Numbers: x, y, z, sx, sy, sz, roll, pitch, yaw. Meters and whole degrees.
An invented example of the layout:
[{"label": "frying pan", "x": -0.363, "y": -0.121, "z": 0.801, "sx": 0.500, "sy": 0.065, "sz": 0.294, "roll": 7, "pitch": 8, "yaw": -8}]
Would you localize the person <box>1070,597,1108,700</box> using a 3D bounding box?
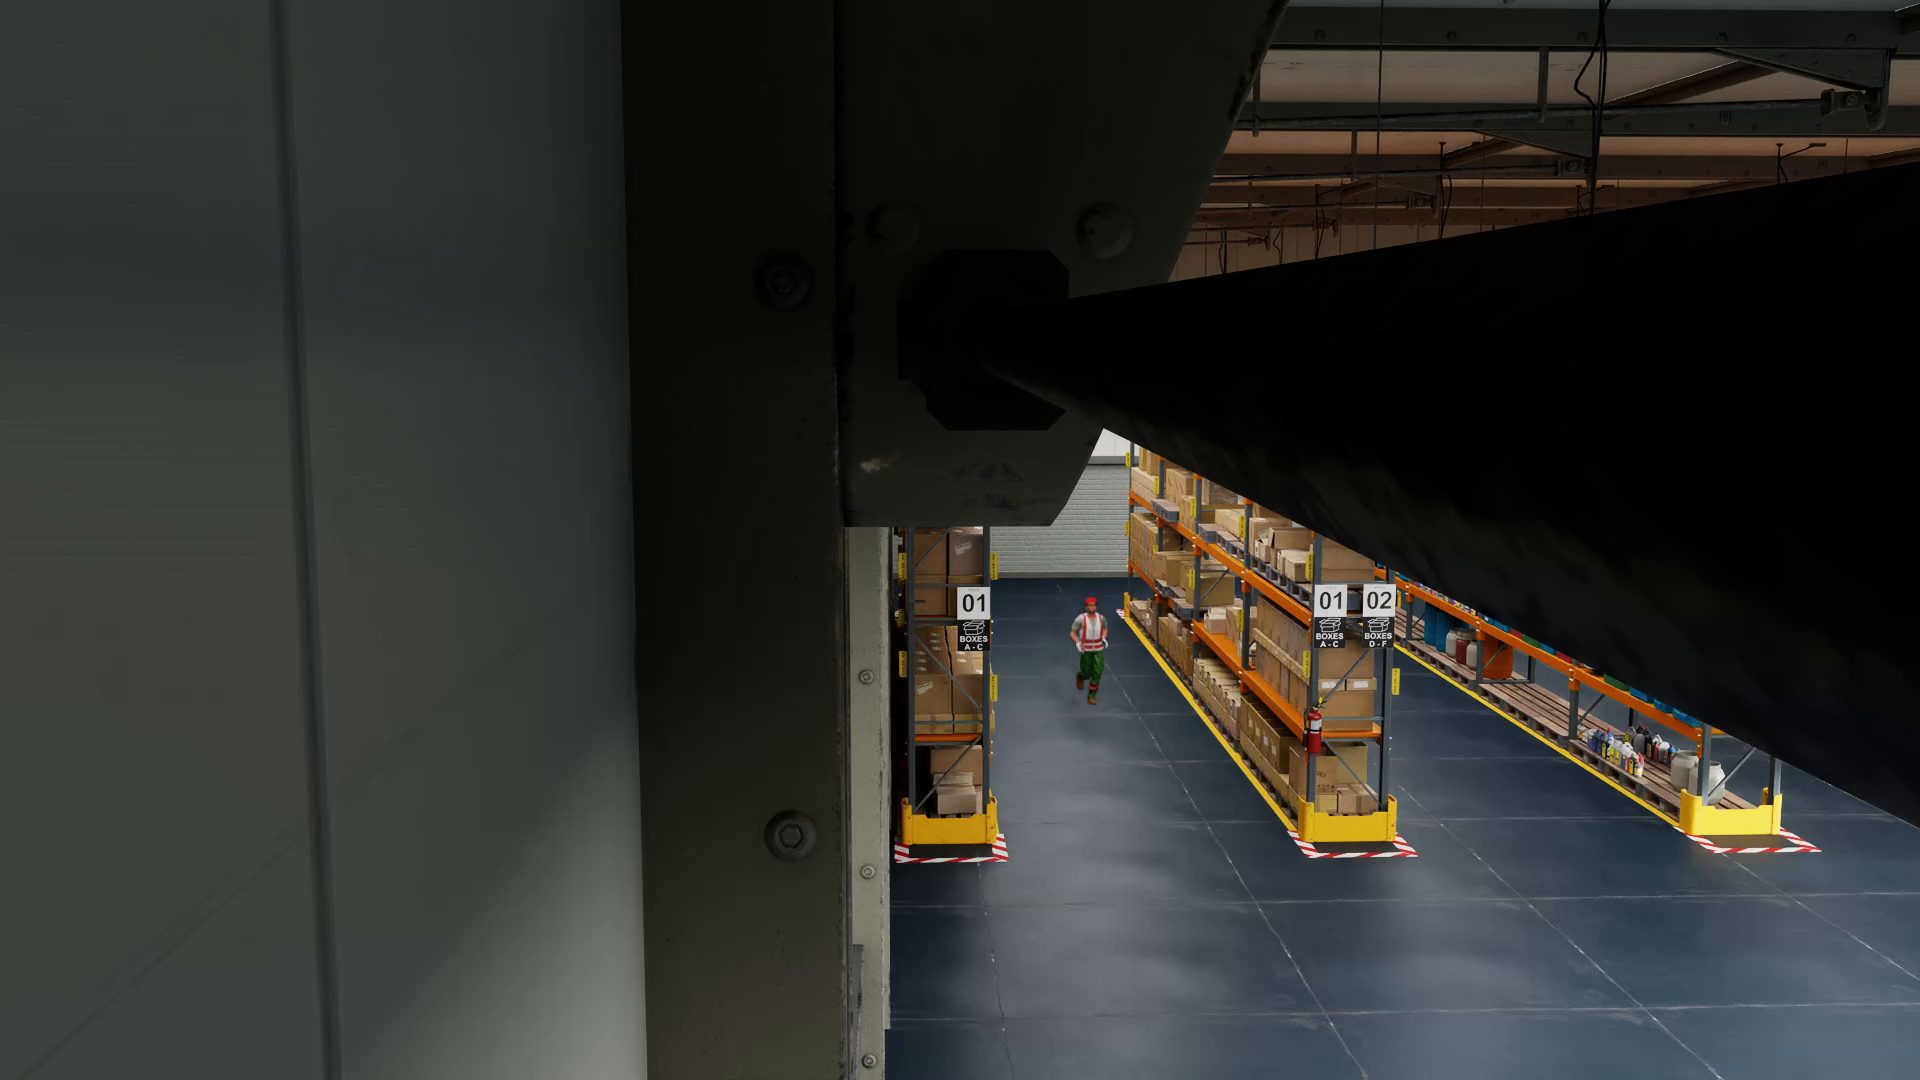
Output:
[{"label": "person", "x": 8.349, "y": -0.493, "z": 29.221, "sx": 13.828, "sy": 5.650, "sz": 3.778, "roll": -2, "pitch": 8, "yaw": -13}]
